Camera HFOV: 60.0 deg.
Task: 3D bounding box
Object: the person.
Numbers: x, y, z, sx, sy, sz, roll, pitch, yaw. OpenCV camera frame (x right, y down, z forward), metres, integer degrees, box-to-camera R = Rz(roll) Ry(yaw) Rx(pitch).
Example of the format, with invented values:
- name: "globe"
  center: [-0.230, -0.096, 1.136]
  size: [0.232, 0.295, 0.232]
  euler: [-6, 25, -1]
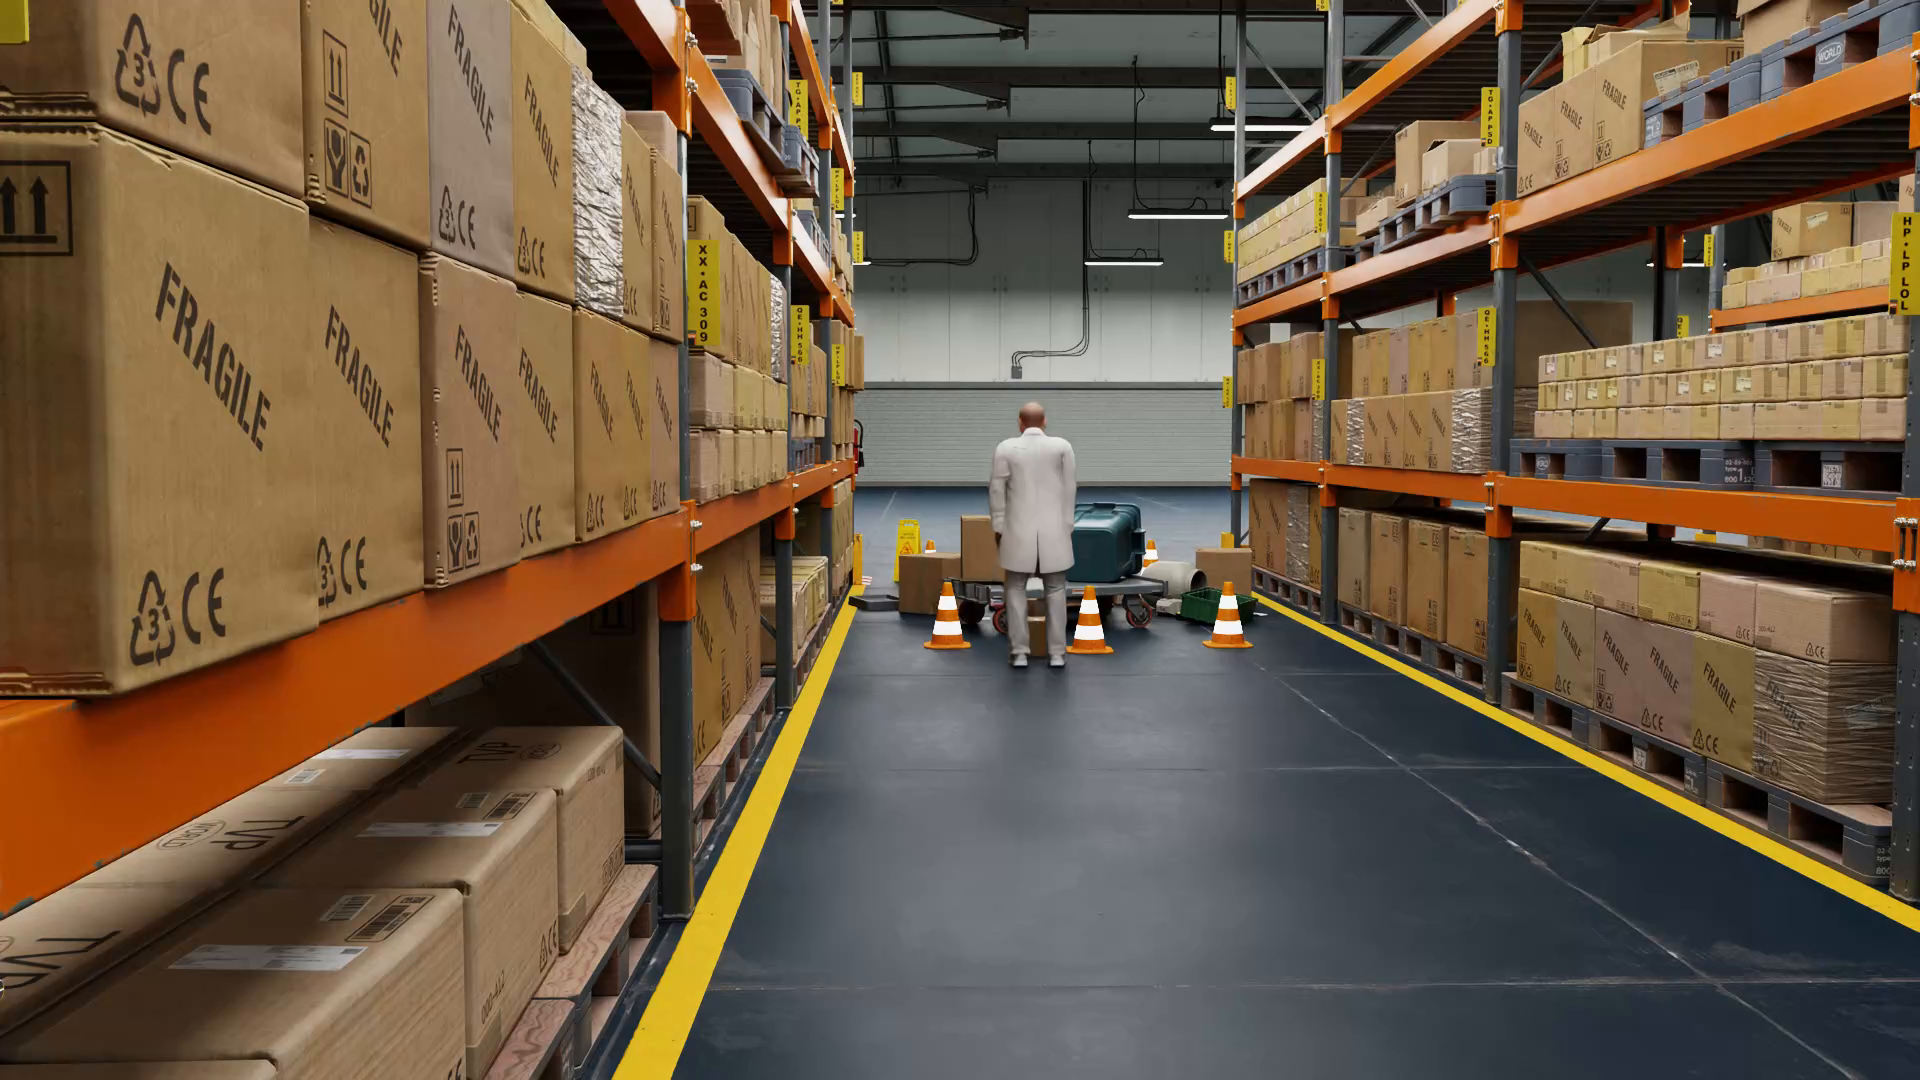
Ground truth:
- name: "person"
  center: [0.481, -0.036, 11.046]
  size: [0.579, 1.752, 0.390]
  euler: [0, 4, 0]
